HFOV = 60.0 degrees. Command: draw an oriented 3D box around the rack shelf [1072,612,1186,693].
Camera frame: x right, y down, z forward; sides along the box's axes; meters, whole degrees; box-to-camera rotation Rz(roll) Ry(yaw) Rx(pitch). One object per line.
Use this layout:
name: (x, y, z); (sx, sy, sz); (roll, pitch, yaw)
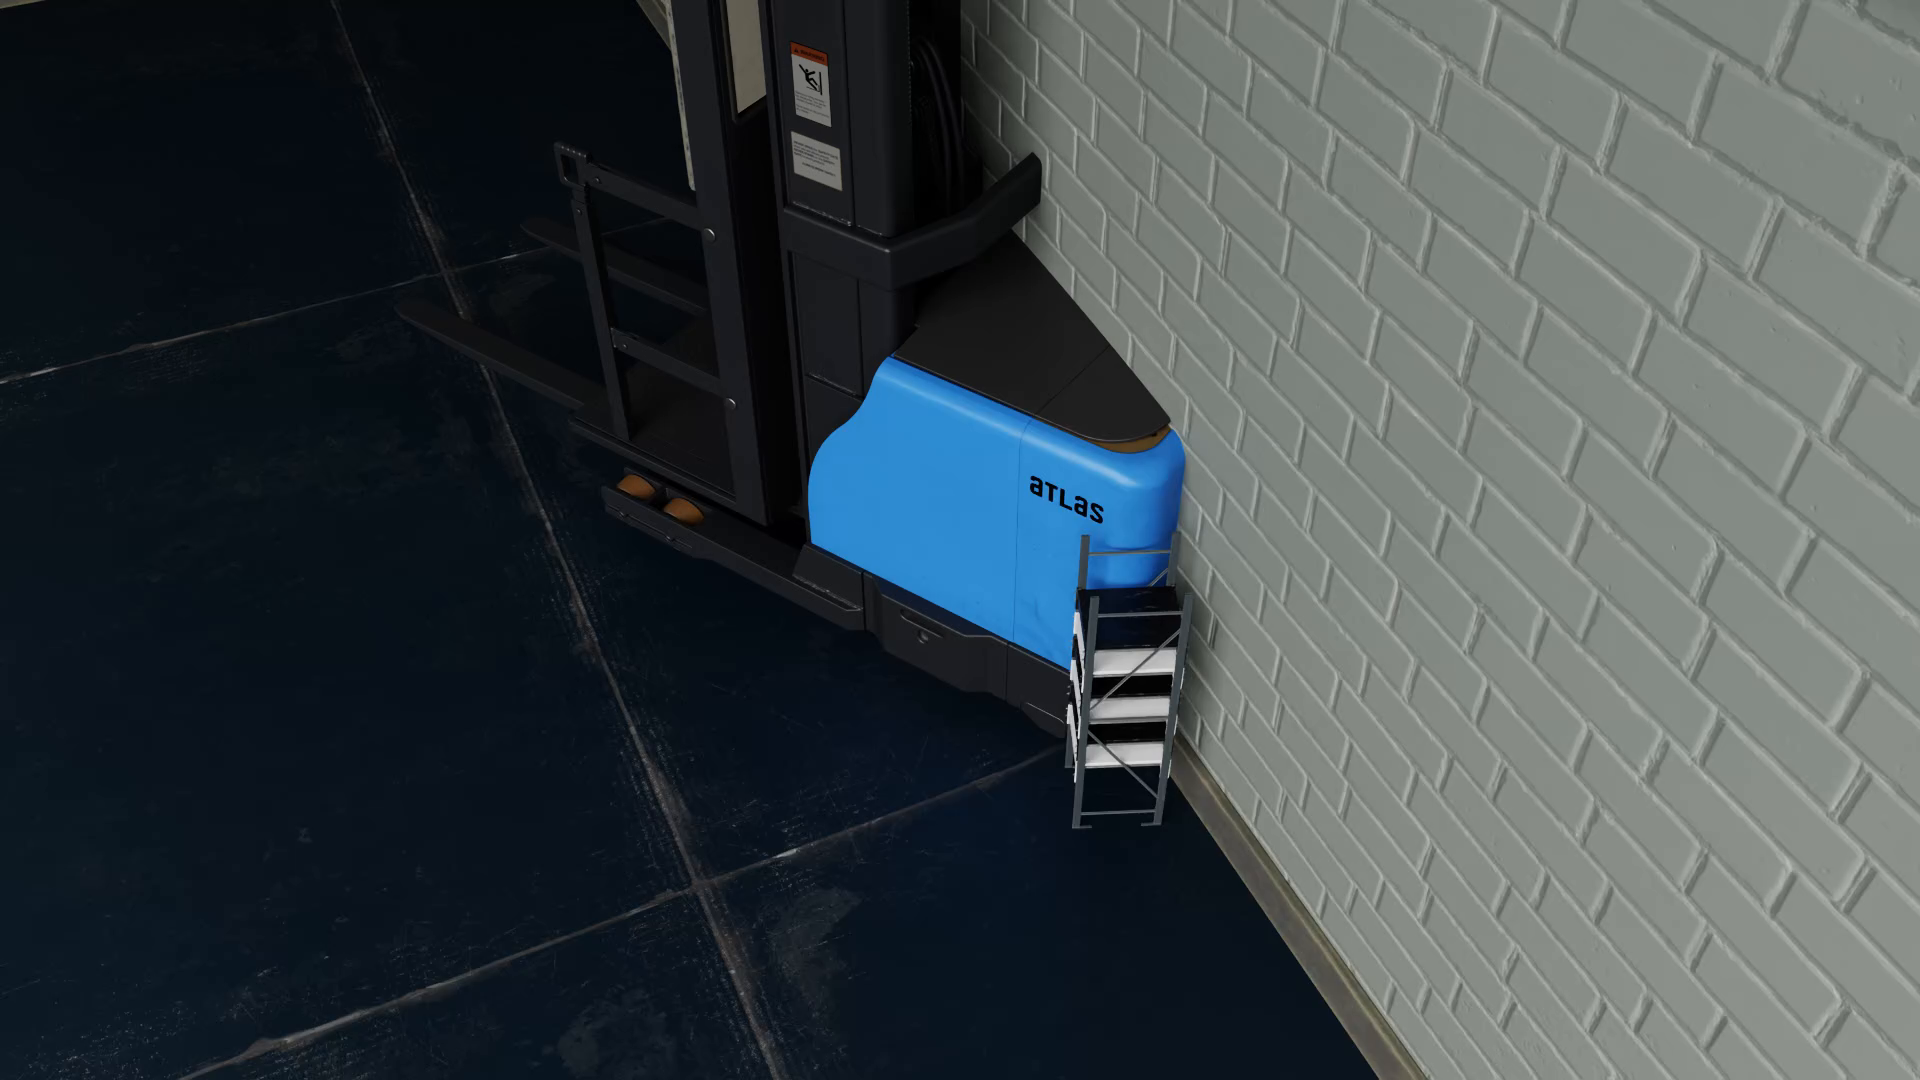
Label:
rack shelf: (0.416, 0.273, 4.124); (0.258, 0.077, 0.200); (-2, 45, -2)

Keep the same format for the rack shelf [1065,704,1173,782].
rack shelf: (0.416, 0.529, 4.377); (0.258, 0.077, 0.200); (-2, 45, -2)

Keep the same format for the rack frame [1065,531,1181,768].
rack frame: (0.411, 0.306, 4.299); (0.240, 0.900, 0.006); (-2, 45, -2)

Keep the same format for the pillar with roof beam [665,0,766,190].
pillar with roof beam: (-4.777, -3.288, 2.175); (9.100, 9.000, 0.400); (-18, 47, -17)

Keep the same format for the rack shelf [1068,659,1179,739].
rack shelf: (0.416, 0.401, 4.250); (0.258, 0.077, 0.200); (-2, 45, -2)

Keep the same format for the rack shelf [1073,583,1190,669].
rack shelf: (0.416, 0.209, 4.061); (0.258, 0.077, 0.200); (-2, 45, -2)

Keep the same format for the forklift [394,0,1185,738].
forklift: (-0.519, -1.289, 4.470); (3.031, 2.935, 1.130); (25, 50, 23)

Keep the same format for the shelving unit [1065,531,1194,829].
shelving unit: (0.416, 0.377, 4.227); (0.258, 0.900, 0.210); (-2, 45, -2)

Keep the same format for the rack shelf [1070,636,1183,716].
rack shelf: (0.416, 0.337, 4.187); (0.258, 0.077, 0.200); (-2, 45, -2)

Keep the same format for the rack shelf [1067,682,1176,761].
rack shelf: (0.416, 0.465, 4.314); (0.258, 0.077, 0.200); (-2, 45, -2)

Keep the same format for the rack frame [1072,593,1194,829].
rack frame: (0.421, 0.449, 4.155); (0.240, 0.900, 0.006); (-2, 45, -2)
